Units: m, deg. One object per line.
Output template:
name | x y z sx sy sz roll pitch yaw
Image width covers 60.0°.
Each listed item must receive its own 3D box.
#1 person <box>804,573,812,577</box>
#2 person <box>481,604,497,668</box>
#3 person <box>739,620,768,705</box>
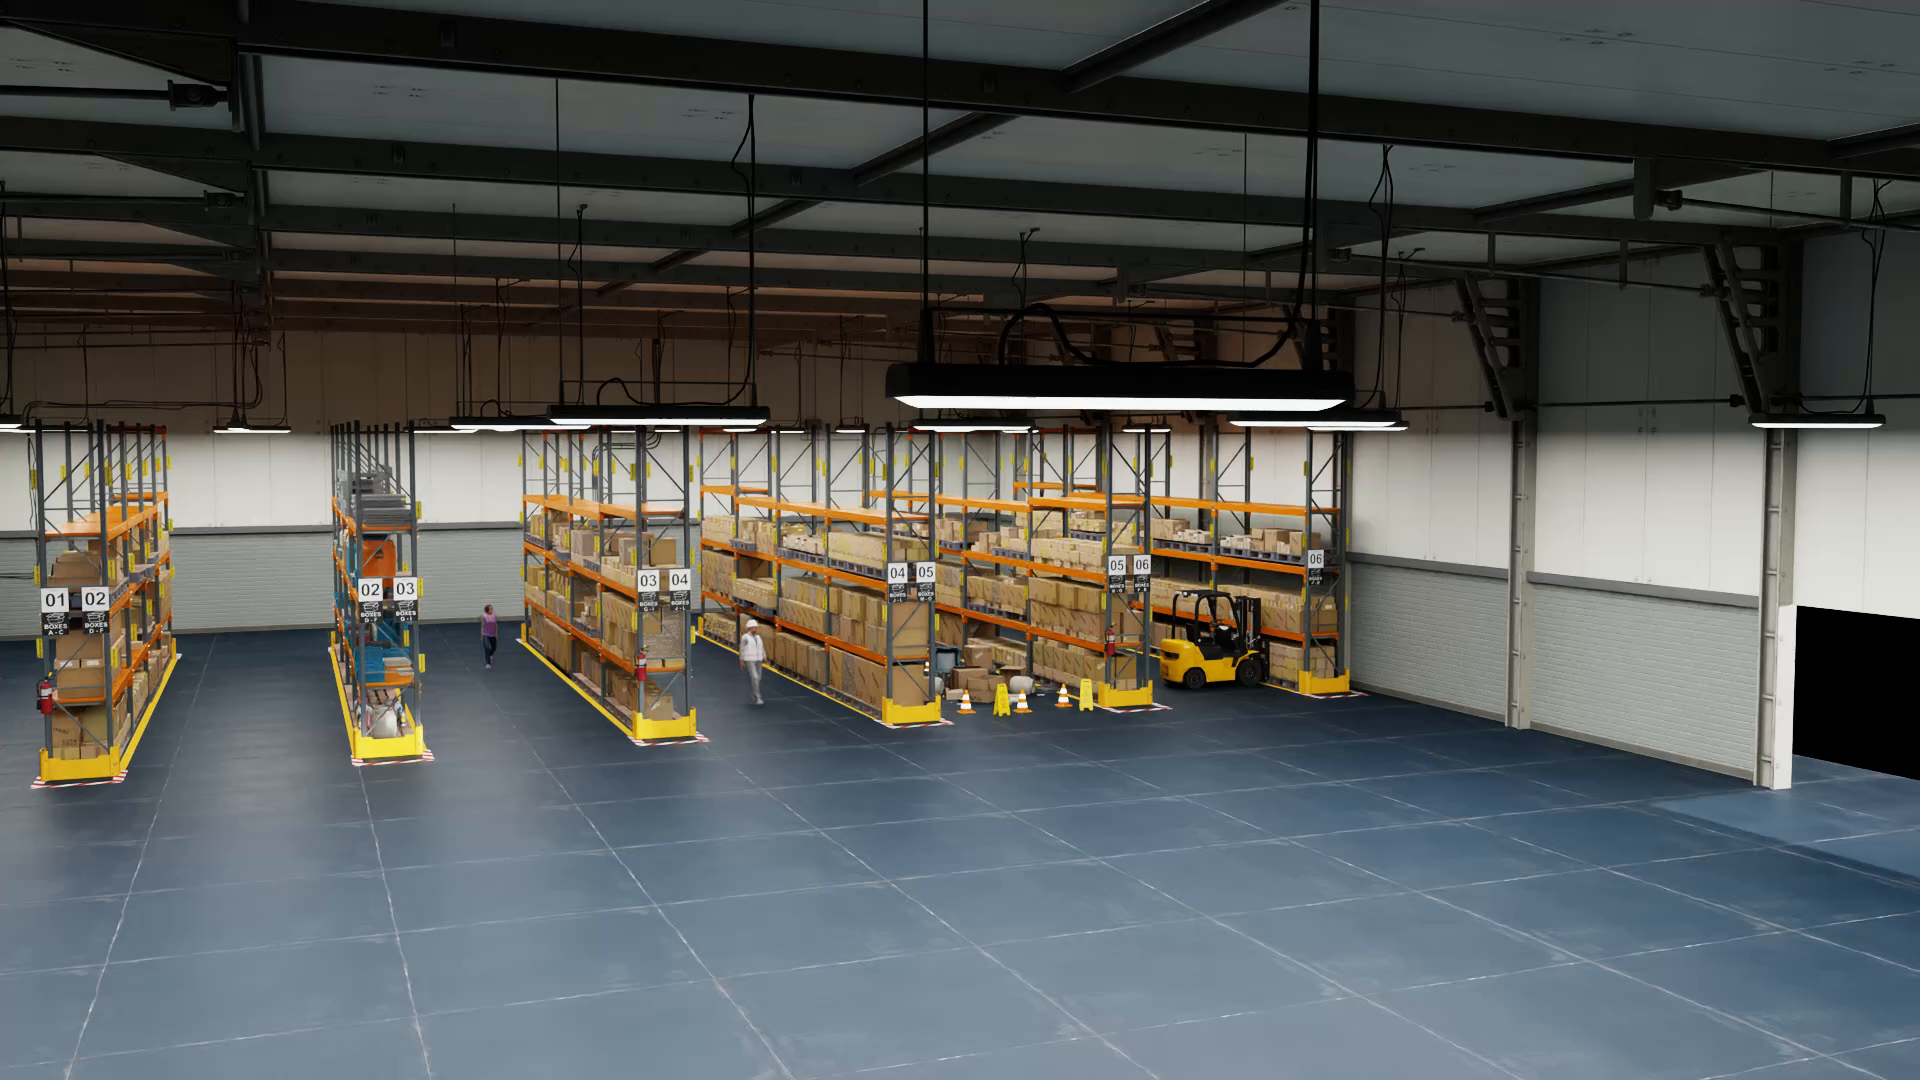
person | -4.499 1.806 49.443 0.633 1.689 0.510 -1 4 -16
person | -11.669 2.354 41.188 0.412 1.562 0.768 -2 4 -24
person | -4.366 2.623 35.816 0.768 1.775 0.570 3 5 44
